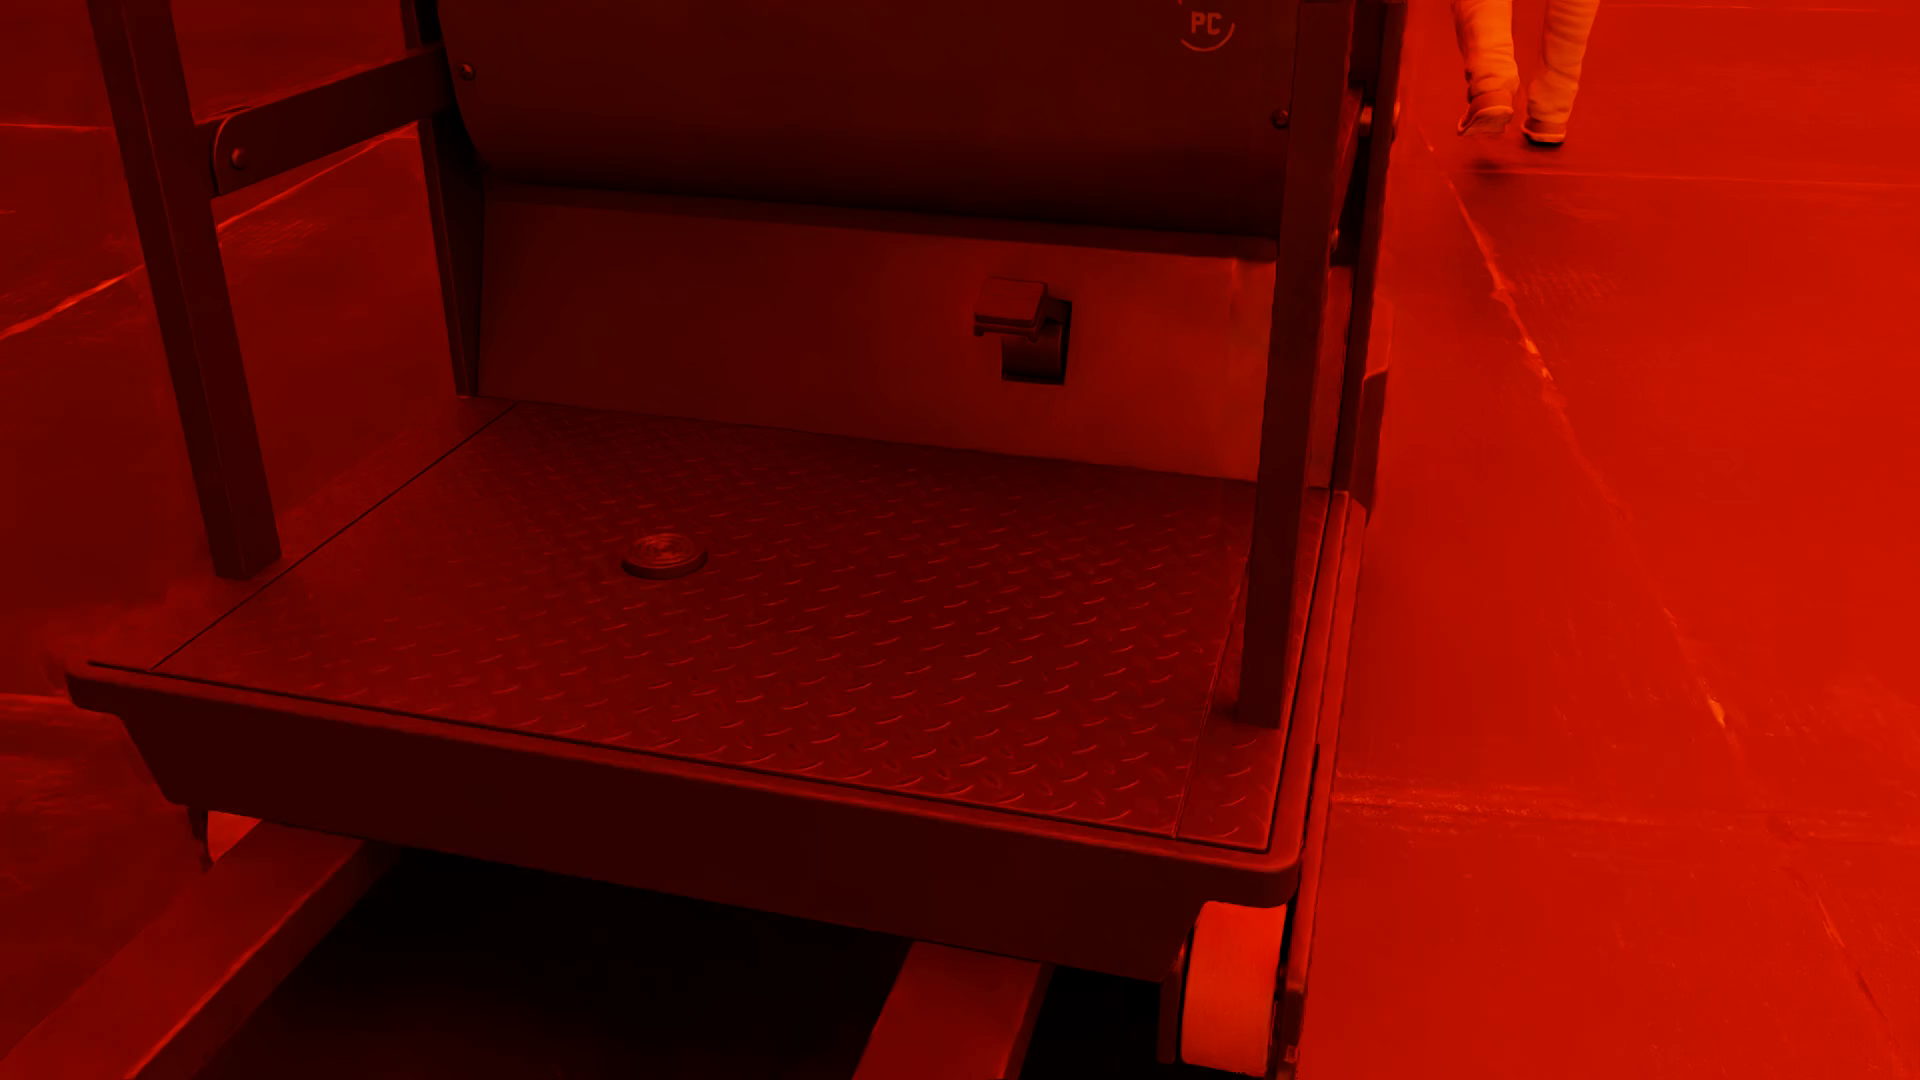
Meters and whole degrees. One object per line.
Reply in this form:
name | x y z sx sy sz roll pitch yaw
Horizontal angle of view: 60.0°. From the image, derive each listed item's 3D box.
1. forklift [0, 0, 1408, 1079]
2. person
forklift | -0.154 -1.017 1.256 1.130 2.935 3.031 7 27 14
person | 1.608 -1.855 4.389 0.792 1.646 0.655 3 27 7
